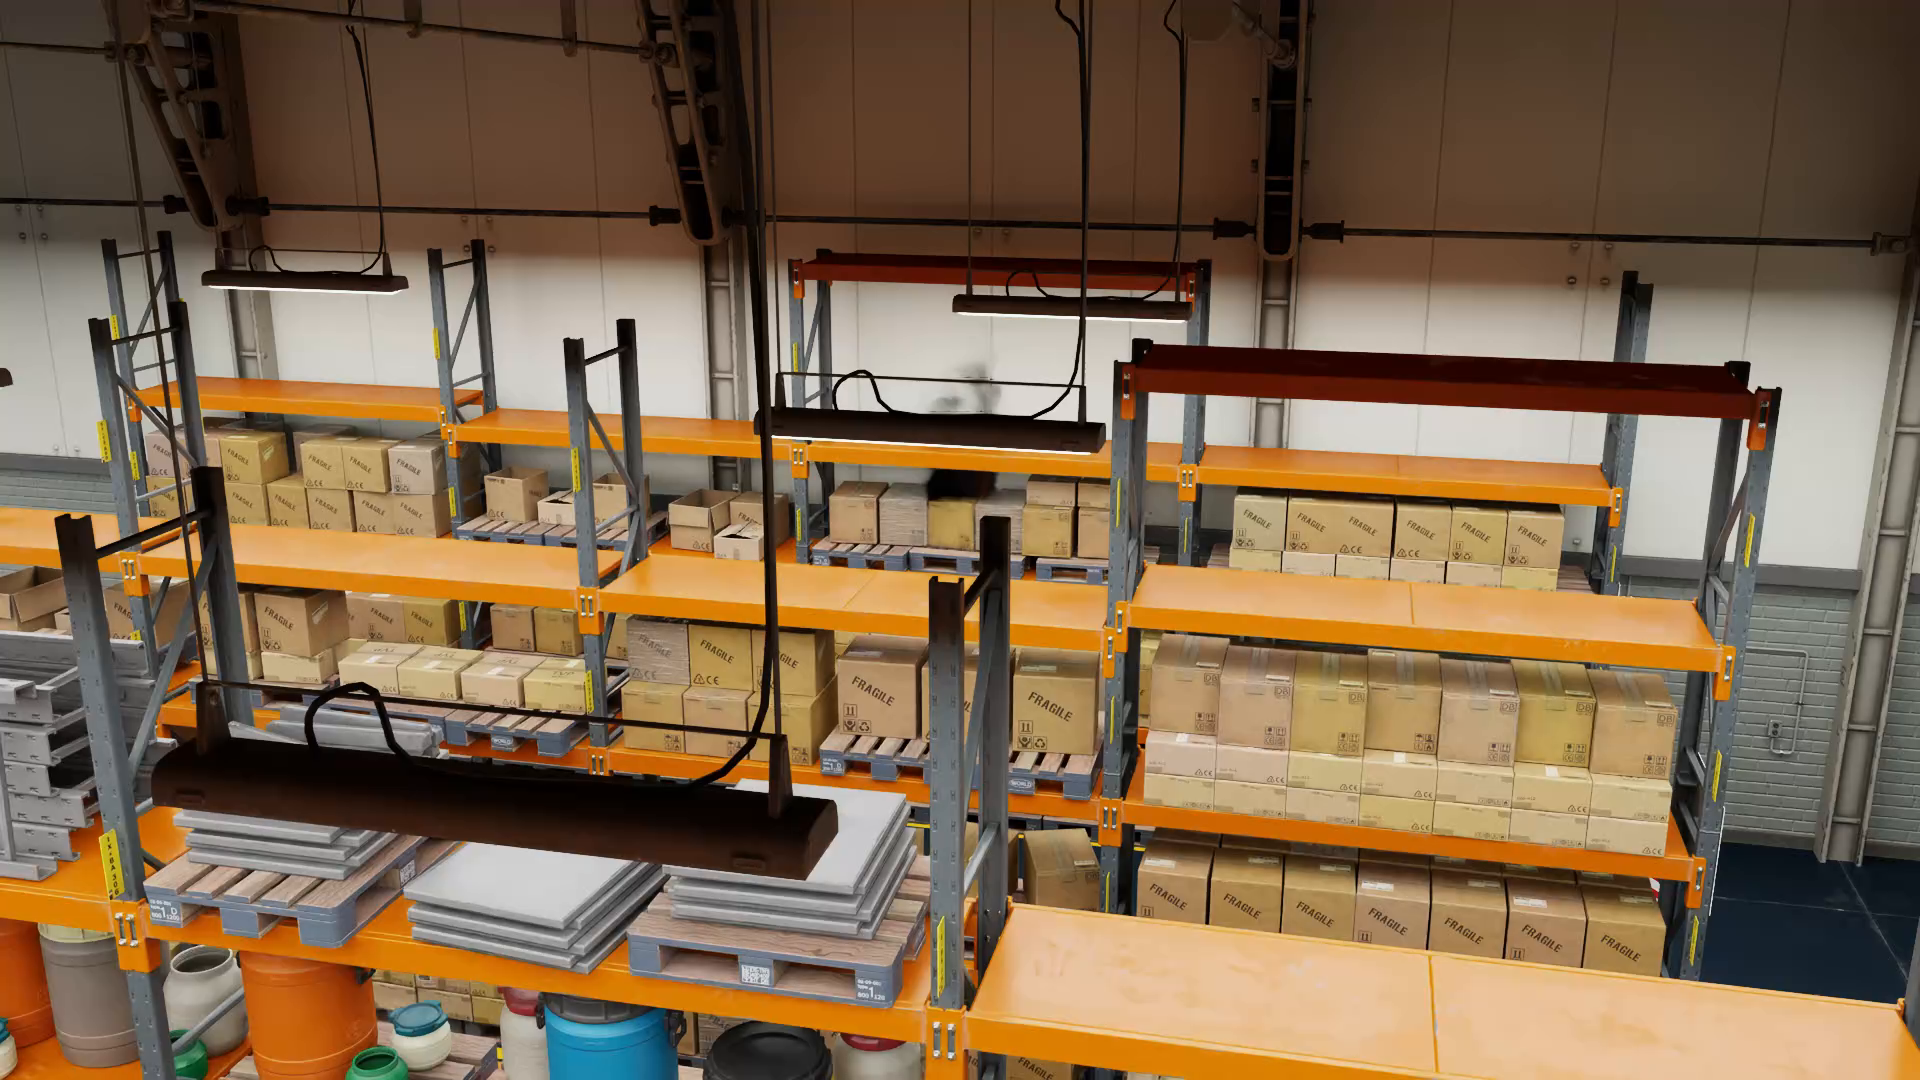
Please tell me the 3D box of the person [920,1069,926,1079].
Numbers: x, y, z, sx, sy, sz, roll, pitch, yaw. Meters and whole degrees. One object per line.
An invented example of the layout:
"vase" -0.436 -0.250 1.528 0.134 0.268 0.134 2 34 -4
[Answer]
"person" -0.253 4.247 11.155 0.654 1.568 0.544 2 16 6
